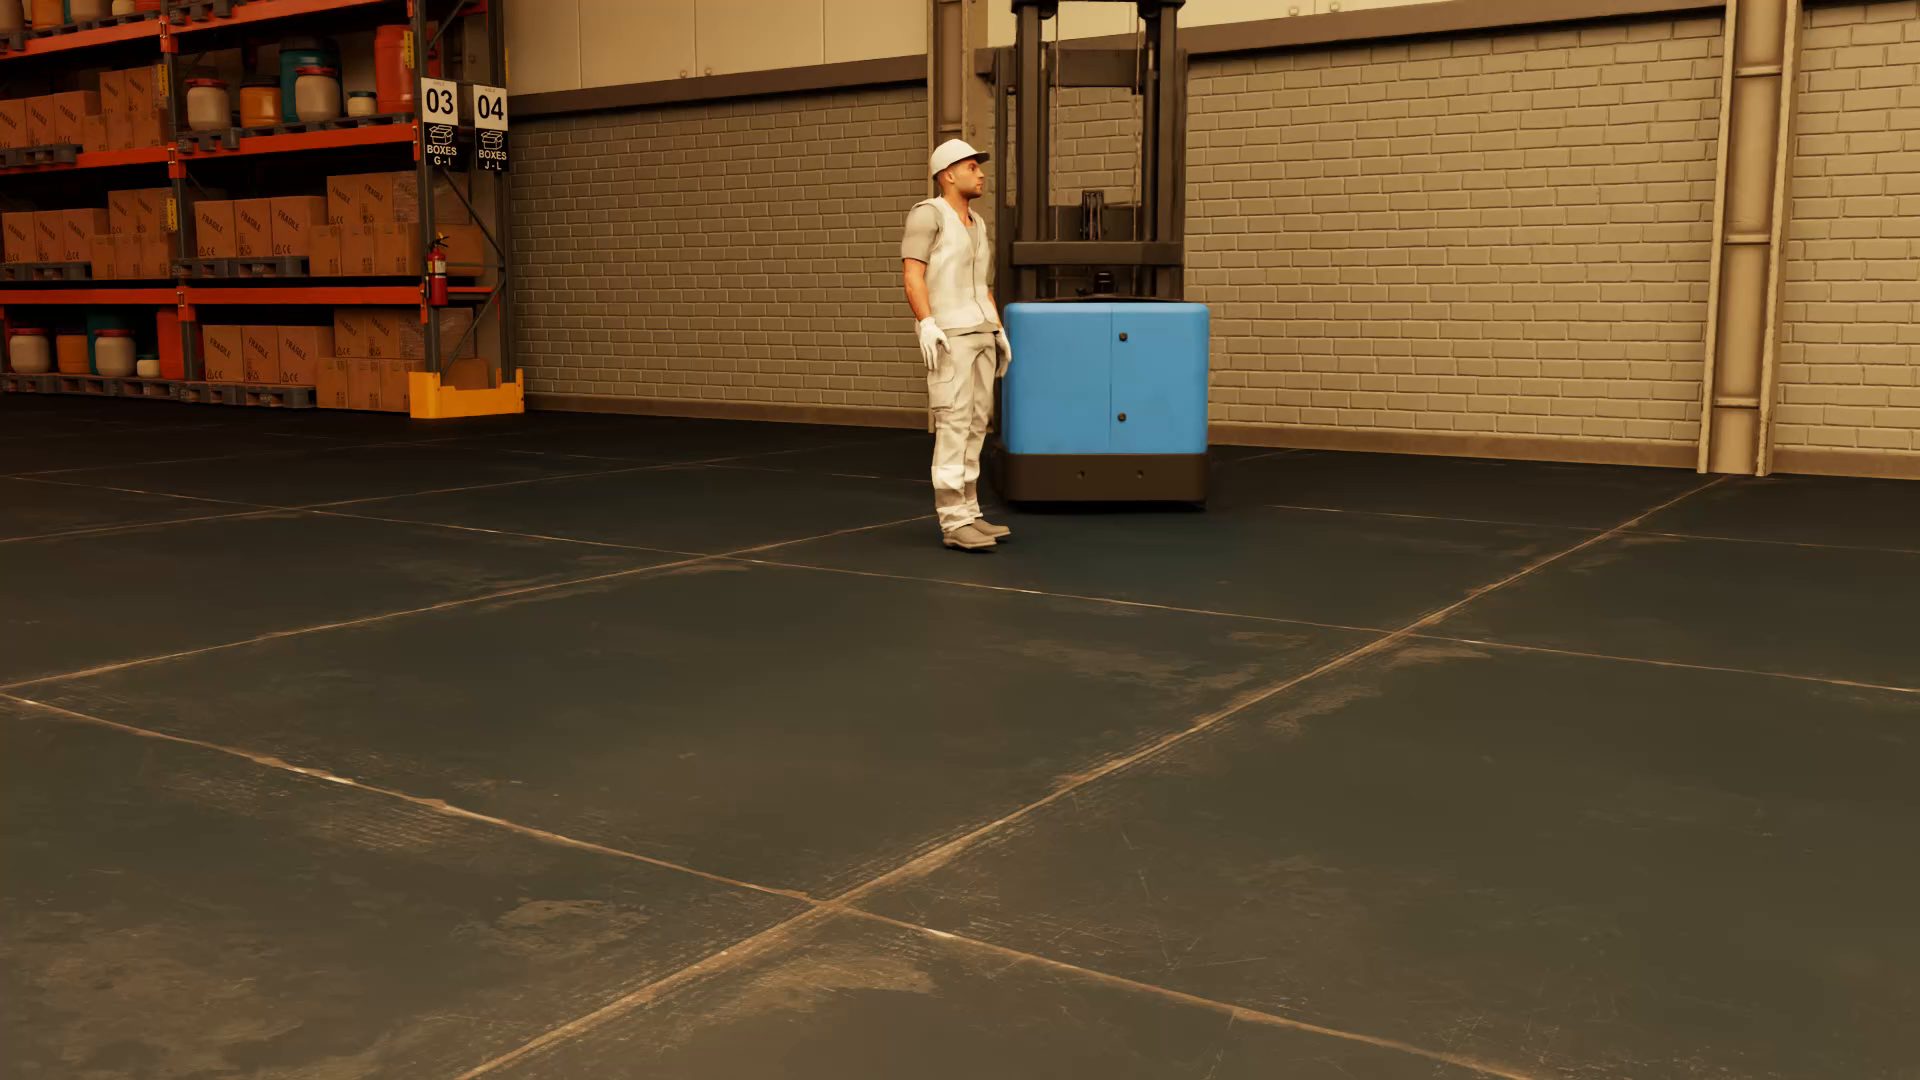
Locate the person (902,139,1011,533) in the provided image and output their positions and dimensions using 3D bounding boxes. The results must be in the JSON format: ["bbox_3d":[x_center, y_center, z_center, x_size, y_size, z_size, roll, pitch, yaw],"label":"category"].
[{"bbox_3d":[0.001,-0.916,7.457,0.424,1.735,0.637,5,10,34],"label":"person"}]

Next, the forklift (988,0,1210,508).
[{"bbox_3d":[0.737,-1.792,9.798,1.130,2.935,3.031,0,8,-1],"label":"forklift"}]
